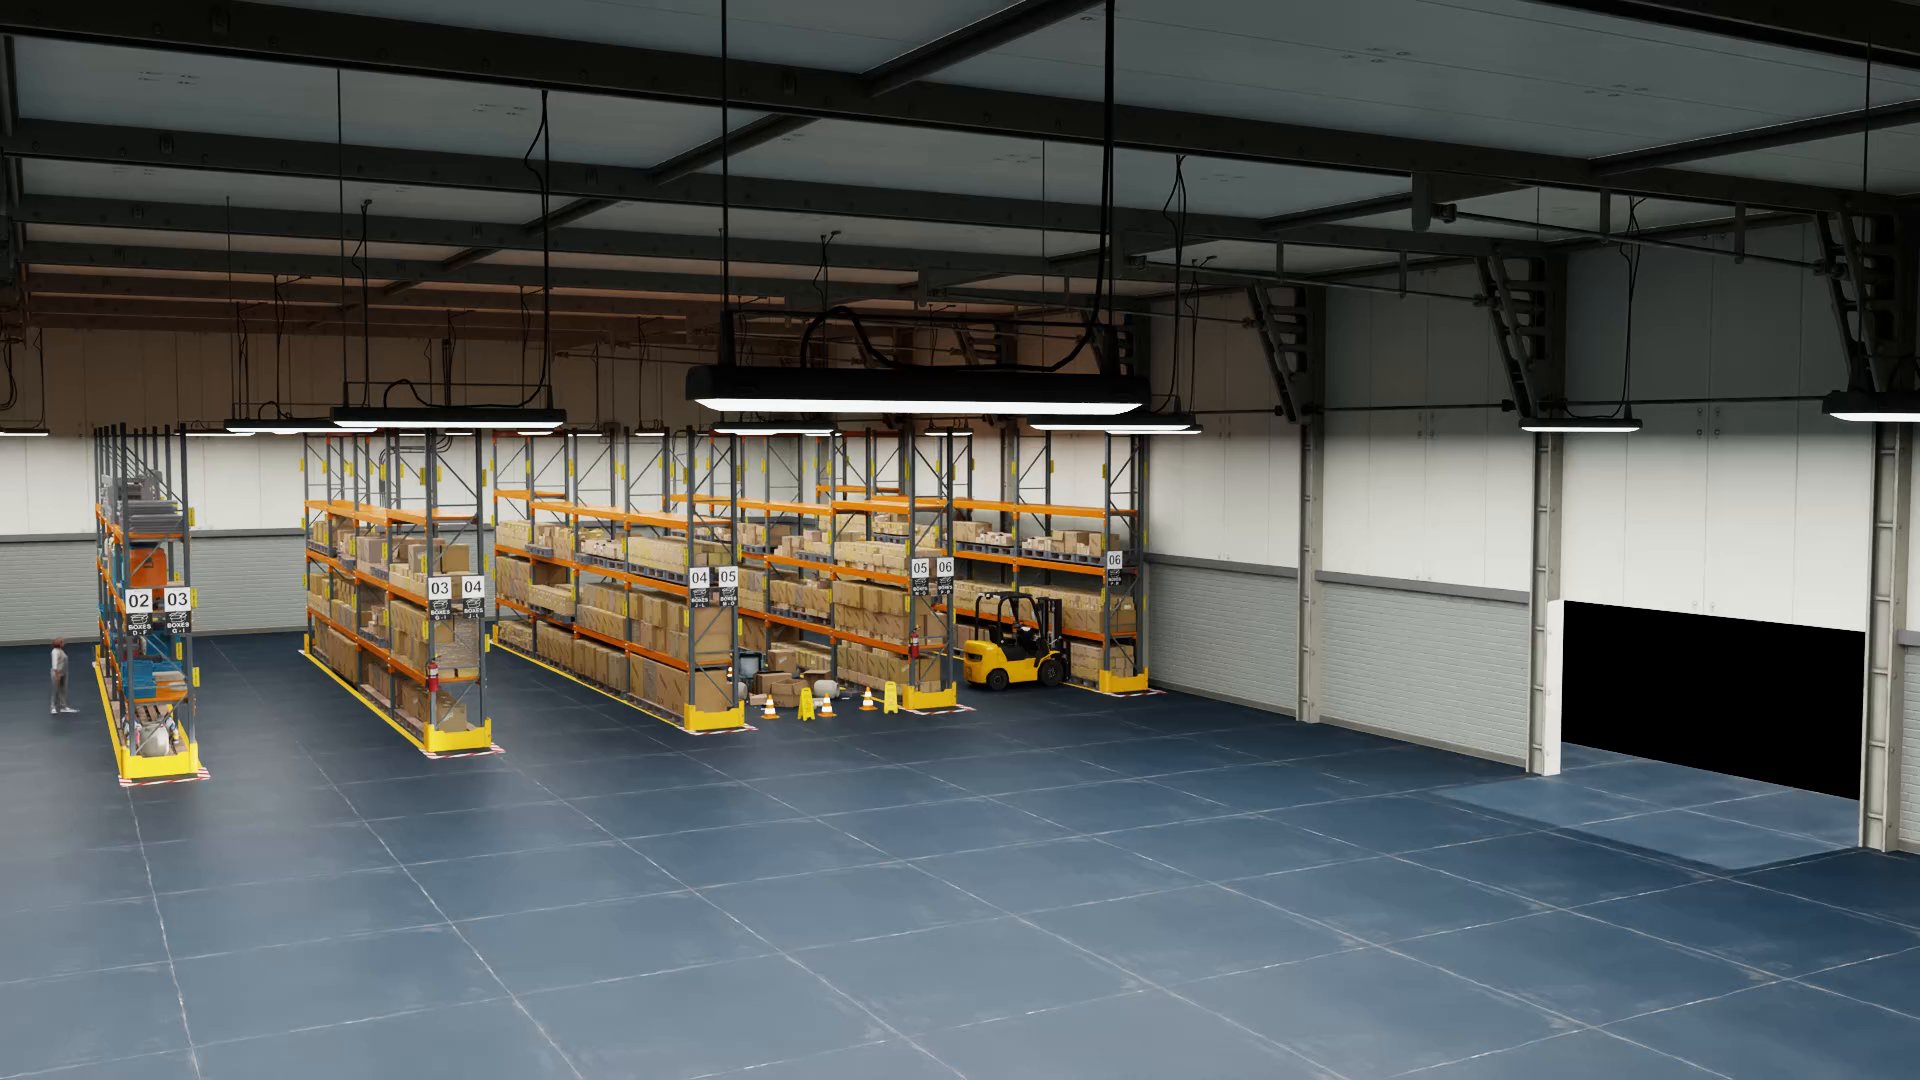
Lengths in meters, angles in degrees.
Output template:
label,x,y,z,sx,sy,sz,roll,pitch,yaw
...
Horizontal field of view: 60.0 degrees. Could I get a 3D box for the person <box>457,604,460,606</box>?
label,x,y,z,sx,sy,sz,roll,pitch,yaw
person,-12.733,2.418,42.059,0.405,1.508,0.935,-2,4,-25

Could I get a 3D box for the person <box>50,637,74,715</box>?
label,x,y,z,sx,sy,sz,roll,pitch,yaw
person,-18.810,2.828,34.714,0.389,1.601,0.463,1,4,11
